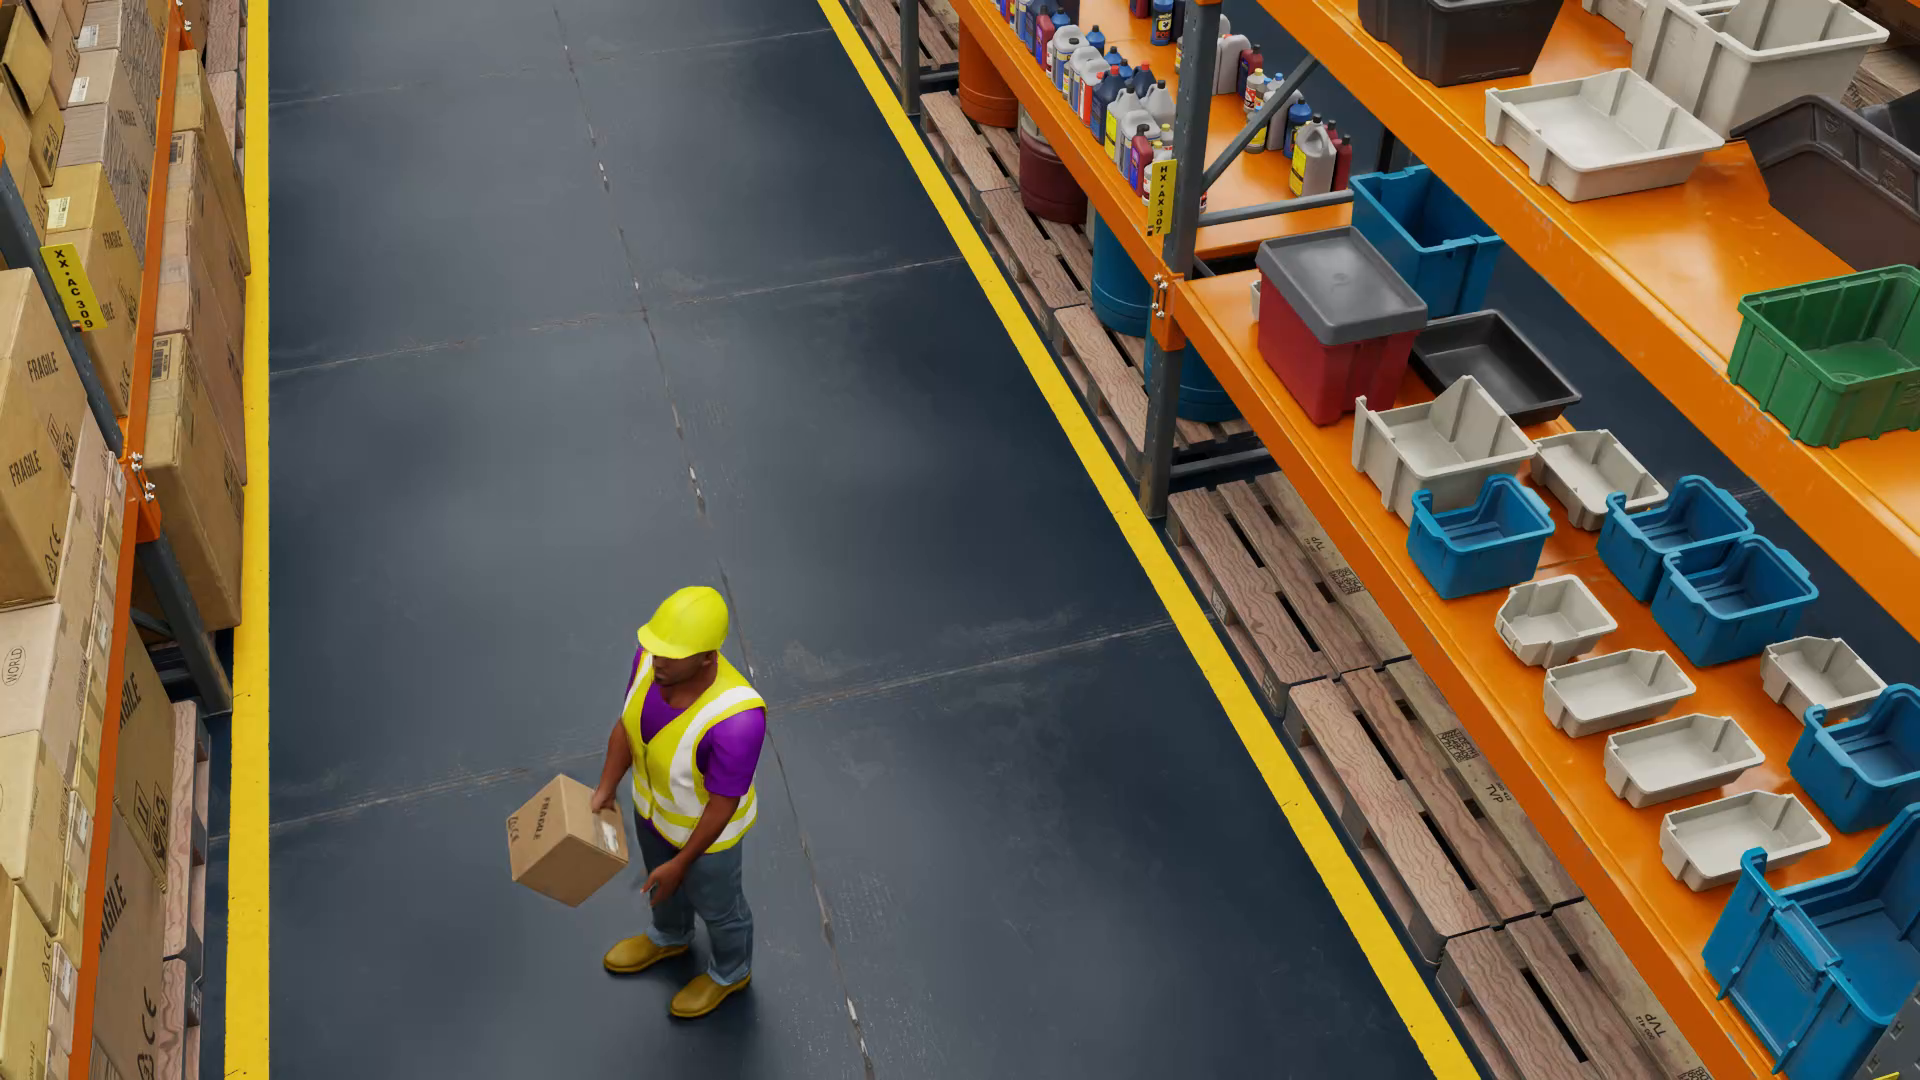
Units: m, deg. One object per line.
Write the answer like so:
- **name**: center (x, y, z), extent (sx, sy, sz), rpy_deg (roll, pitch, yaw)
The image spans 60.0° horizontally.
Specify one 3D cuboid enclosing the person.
- **person**: center (-0.867, 0.845, 5.148), extent (0.513, 1.712, 0.534), rpy_deg (-32, 51, -30)
